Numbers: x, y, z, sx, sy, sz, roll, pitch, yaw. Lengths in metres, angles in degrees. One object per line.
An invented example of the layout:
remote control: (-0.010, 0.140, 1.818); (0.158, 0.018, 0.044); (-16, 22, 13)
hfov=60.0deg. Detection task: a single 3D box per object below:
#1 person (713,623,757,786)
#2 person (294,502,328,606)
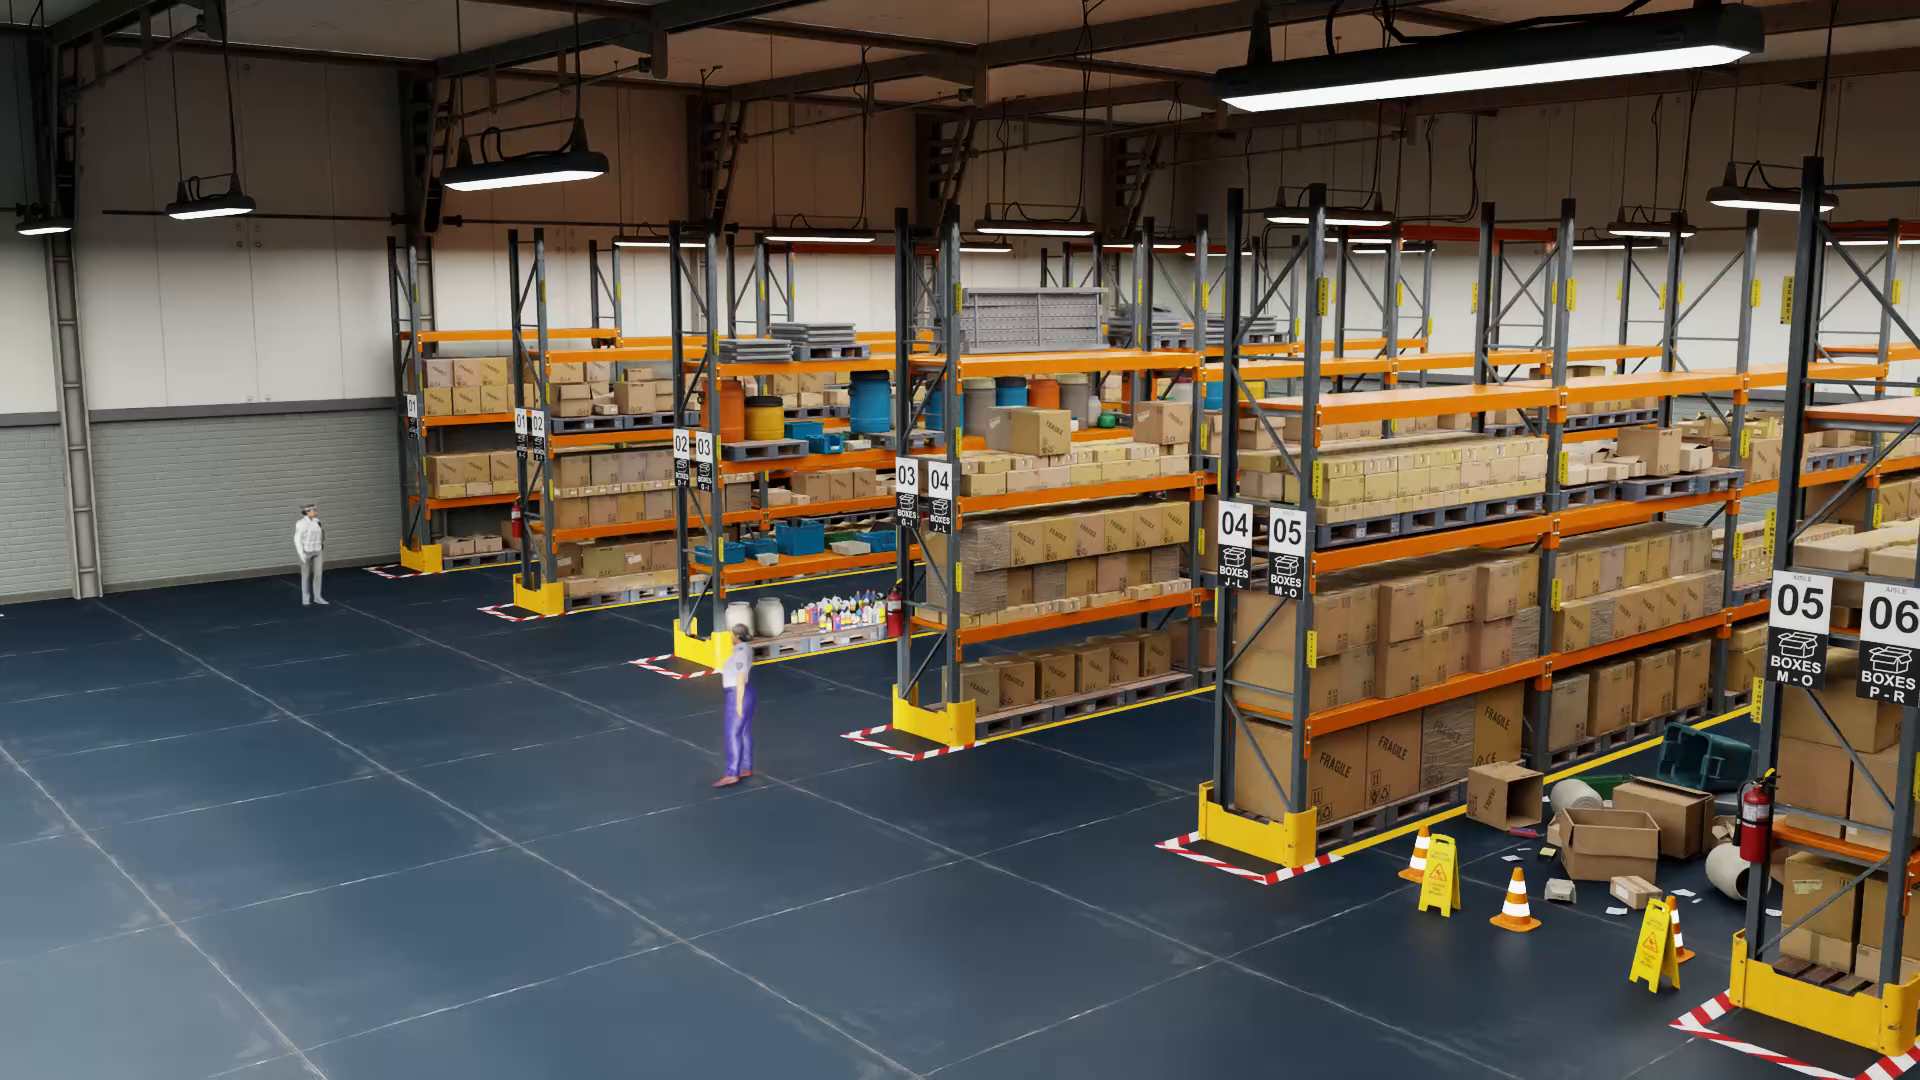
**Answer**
person: (-2.355, 1.708, 17.399); (0.414, 1.657, 0.580); (1, 9, 3)
person: (-10.501, 0.222, 26.890); (0.443, 1.694, 0.511); (8, 12, 44)
